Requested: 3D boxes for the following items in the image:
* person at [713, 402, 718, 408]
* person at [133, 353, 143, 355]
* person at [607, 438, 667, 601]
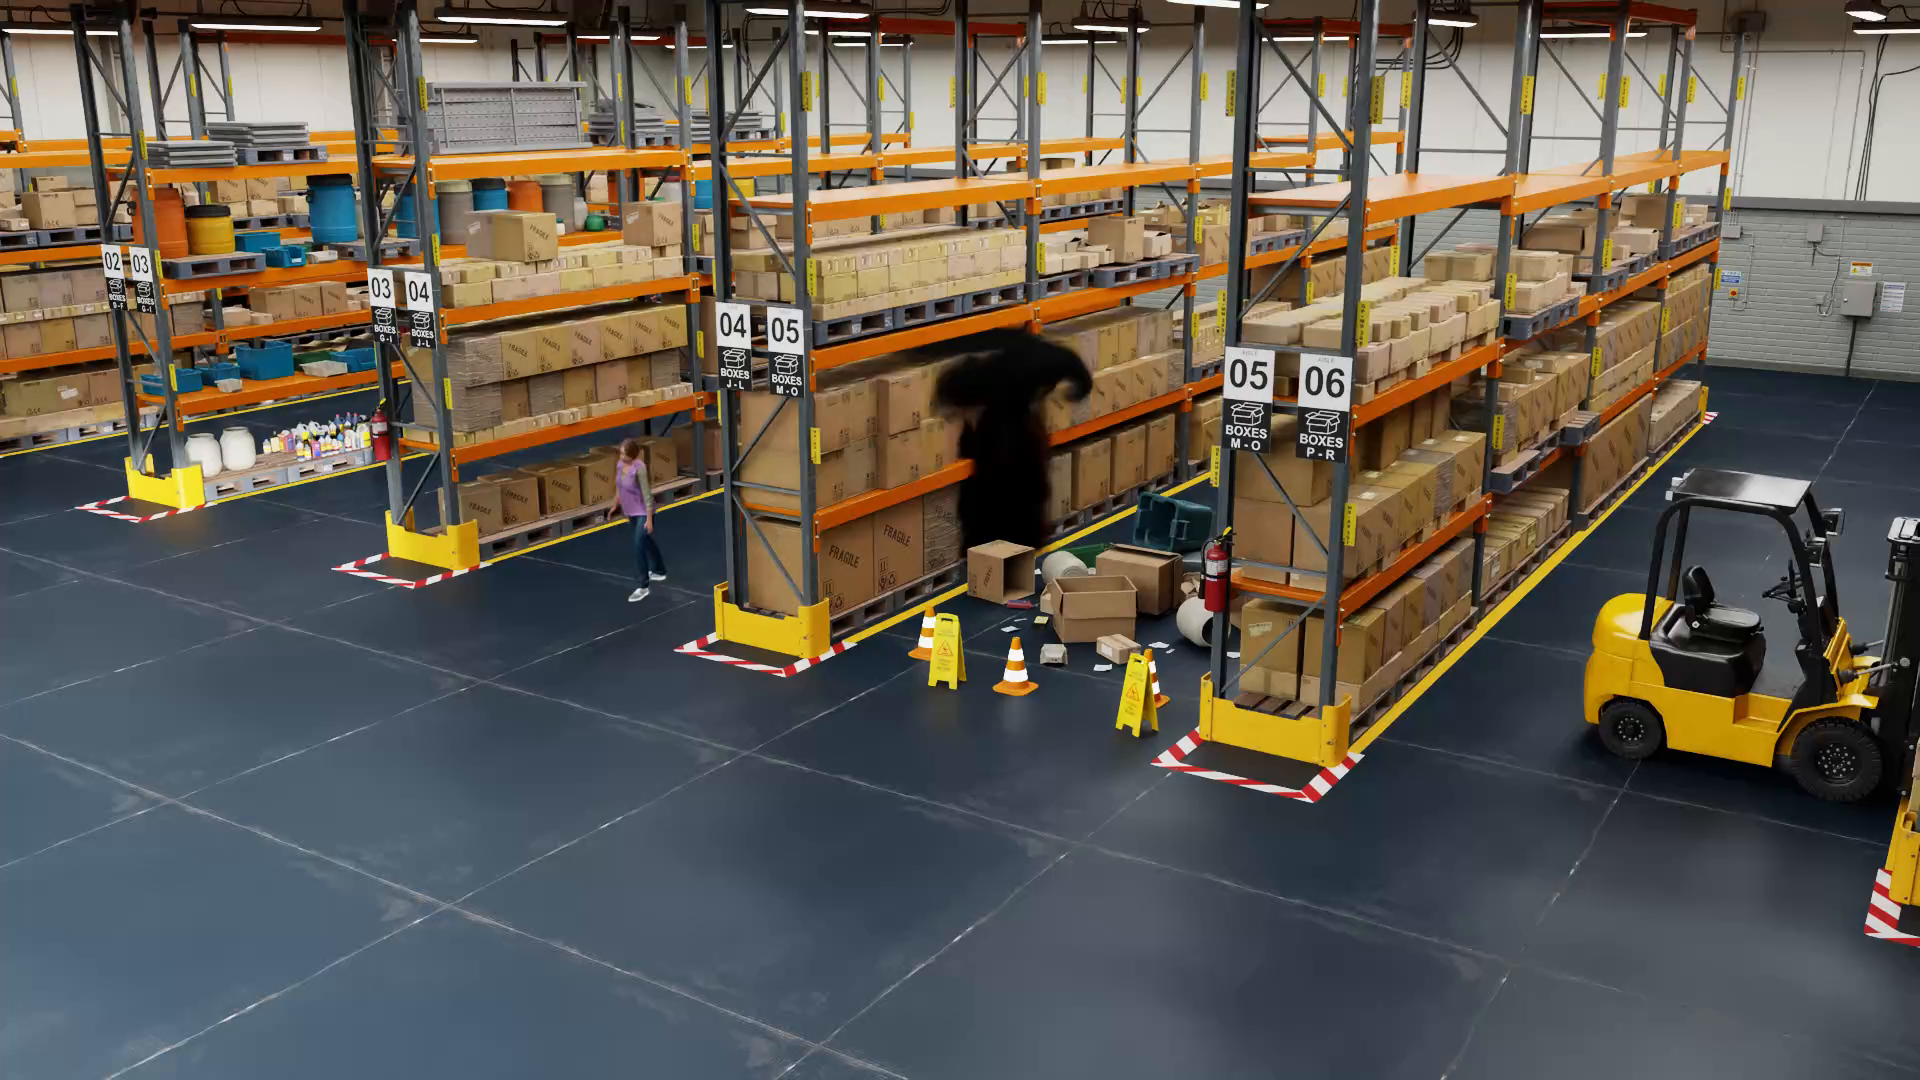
[{"bbox_3d":[-3.909,-2.971,26.767,0.661,1.705,0.743,4,16,15],"label":"person"},{"bbox_3d":[-13.471,-3.035,27.164,0.610,1.616,0.725,7,17,23],"label":"person"},{"bbox_3d":[-3.106,-0.250,16.144,0.605,1.582,0.558,-15,21,-42],"label":"person"}]
